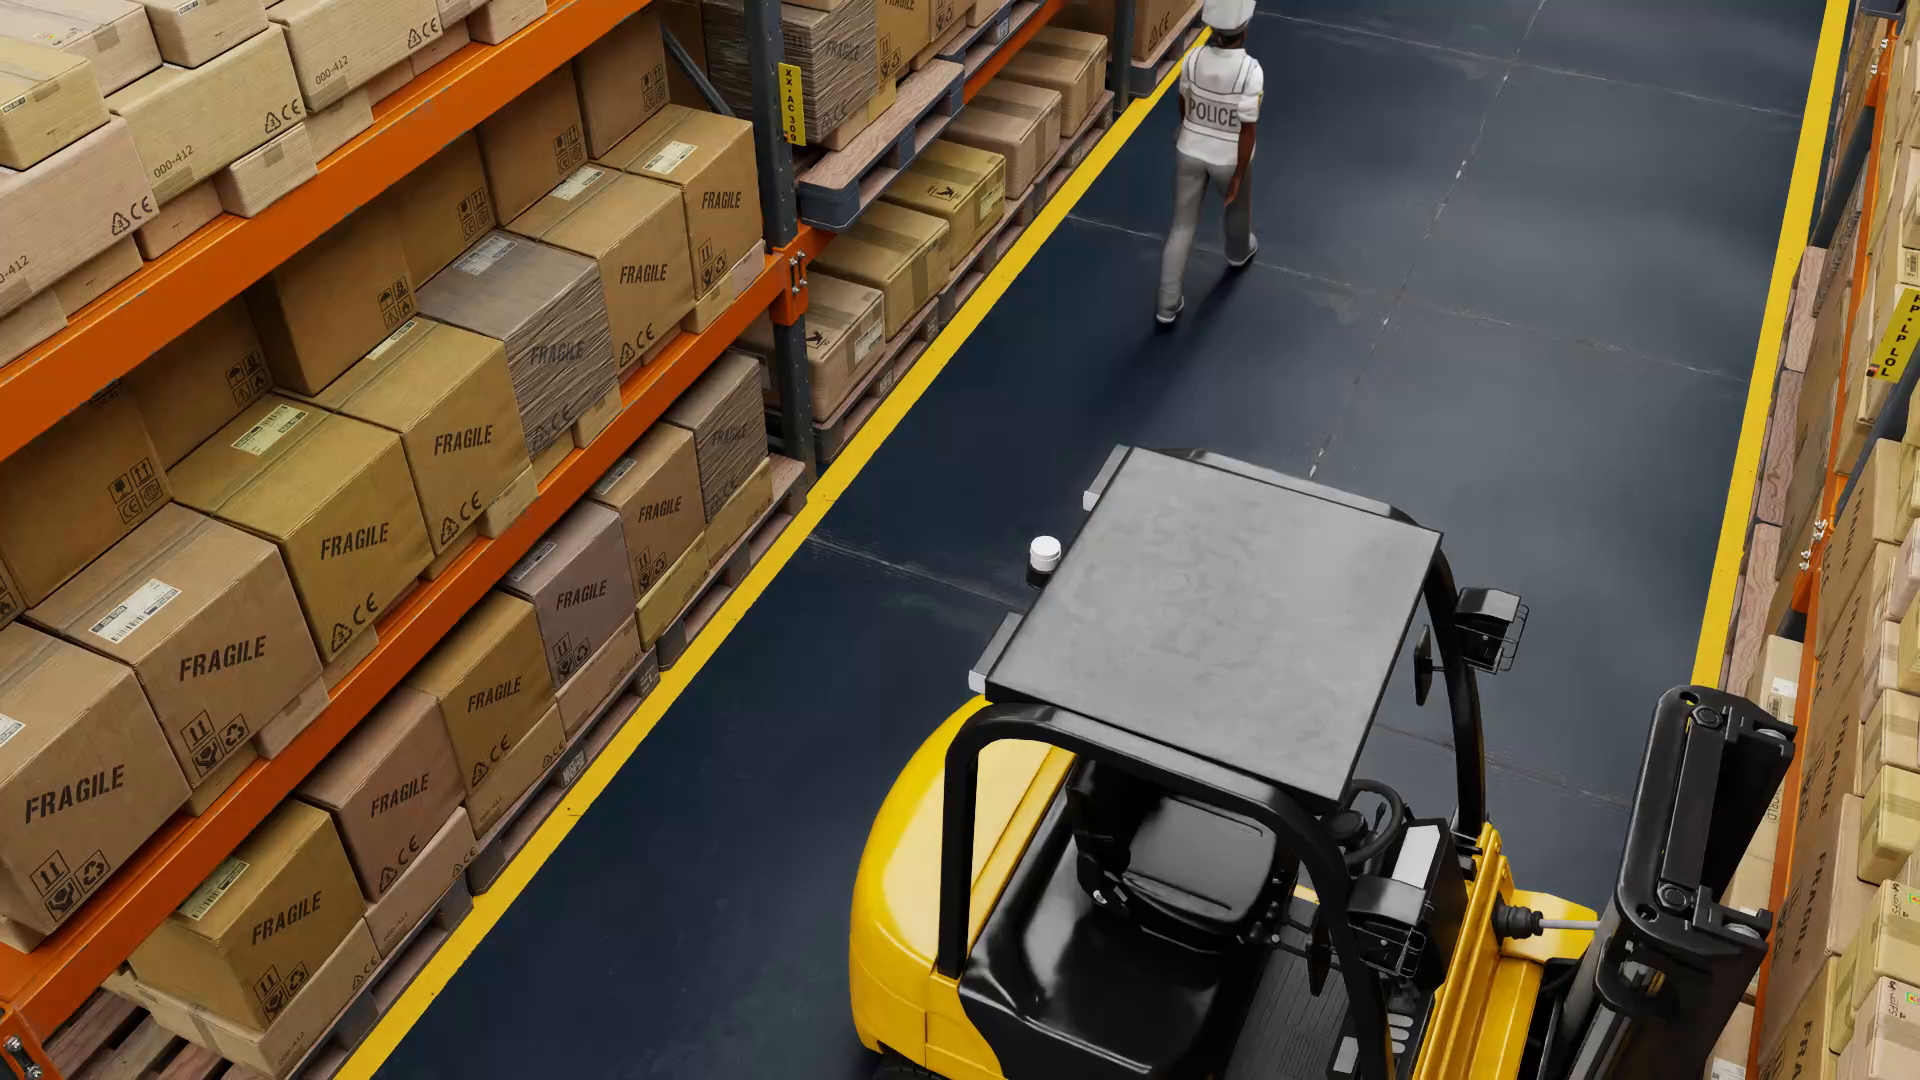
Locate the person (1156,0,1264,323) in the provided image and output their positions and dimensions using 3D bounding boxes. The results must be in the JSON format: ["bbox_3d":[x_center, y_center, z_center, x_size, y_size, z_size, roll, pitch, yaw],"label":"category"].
[{"bbox_3d":[1.285,-1.978,8.299,0.456,1.632,0.976,17,45,18],"label":"person"}]
